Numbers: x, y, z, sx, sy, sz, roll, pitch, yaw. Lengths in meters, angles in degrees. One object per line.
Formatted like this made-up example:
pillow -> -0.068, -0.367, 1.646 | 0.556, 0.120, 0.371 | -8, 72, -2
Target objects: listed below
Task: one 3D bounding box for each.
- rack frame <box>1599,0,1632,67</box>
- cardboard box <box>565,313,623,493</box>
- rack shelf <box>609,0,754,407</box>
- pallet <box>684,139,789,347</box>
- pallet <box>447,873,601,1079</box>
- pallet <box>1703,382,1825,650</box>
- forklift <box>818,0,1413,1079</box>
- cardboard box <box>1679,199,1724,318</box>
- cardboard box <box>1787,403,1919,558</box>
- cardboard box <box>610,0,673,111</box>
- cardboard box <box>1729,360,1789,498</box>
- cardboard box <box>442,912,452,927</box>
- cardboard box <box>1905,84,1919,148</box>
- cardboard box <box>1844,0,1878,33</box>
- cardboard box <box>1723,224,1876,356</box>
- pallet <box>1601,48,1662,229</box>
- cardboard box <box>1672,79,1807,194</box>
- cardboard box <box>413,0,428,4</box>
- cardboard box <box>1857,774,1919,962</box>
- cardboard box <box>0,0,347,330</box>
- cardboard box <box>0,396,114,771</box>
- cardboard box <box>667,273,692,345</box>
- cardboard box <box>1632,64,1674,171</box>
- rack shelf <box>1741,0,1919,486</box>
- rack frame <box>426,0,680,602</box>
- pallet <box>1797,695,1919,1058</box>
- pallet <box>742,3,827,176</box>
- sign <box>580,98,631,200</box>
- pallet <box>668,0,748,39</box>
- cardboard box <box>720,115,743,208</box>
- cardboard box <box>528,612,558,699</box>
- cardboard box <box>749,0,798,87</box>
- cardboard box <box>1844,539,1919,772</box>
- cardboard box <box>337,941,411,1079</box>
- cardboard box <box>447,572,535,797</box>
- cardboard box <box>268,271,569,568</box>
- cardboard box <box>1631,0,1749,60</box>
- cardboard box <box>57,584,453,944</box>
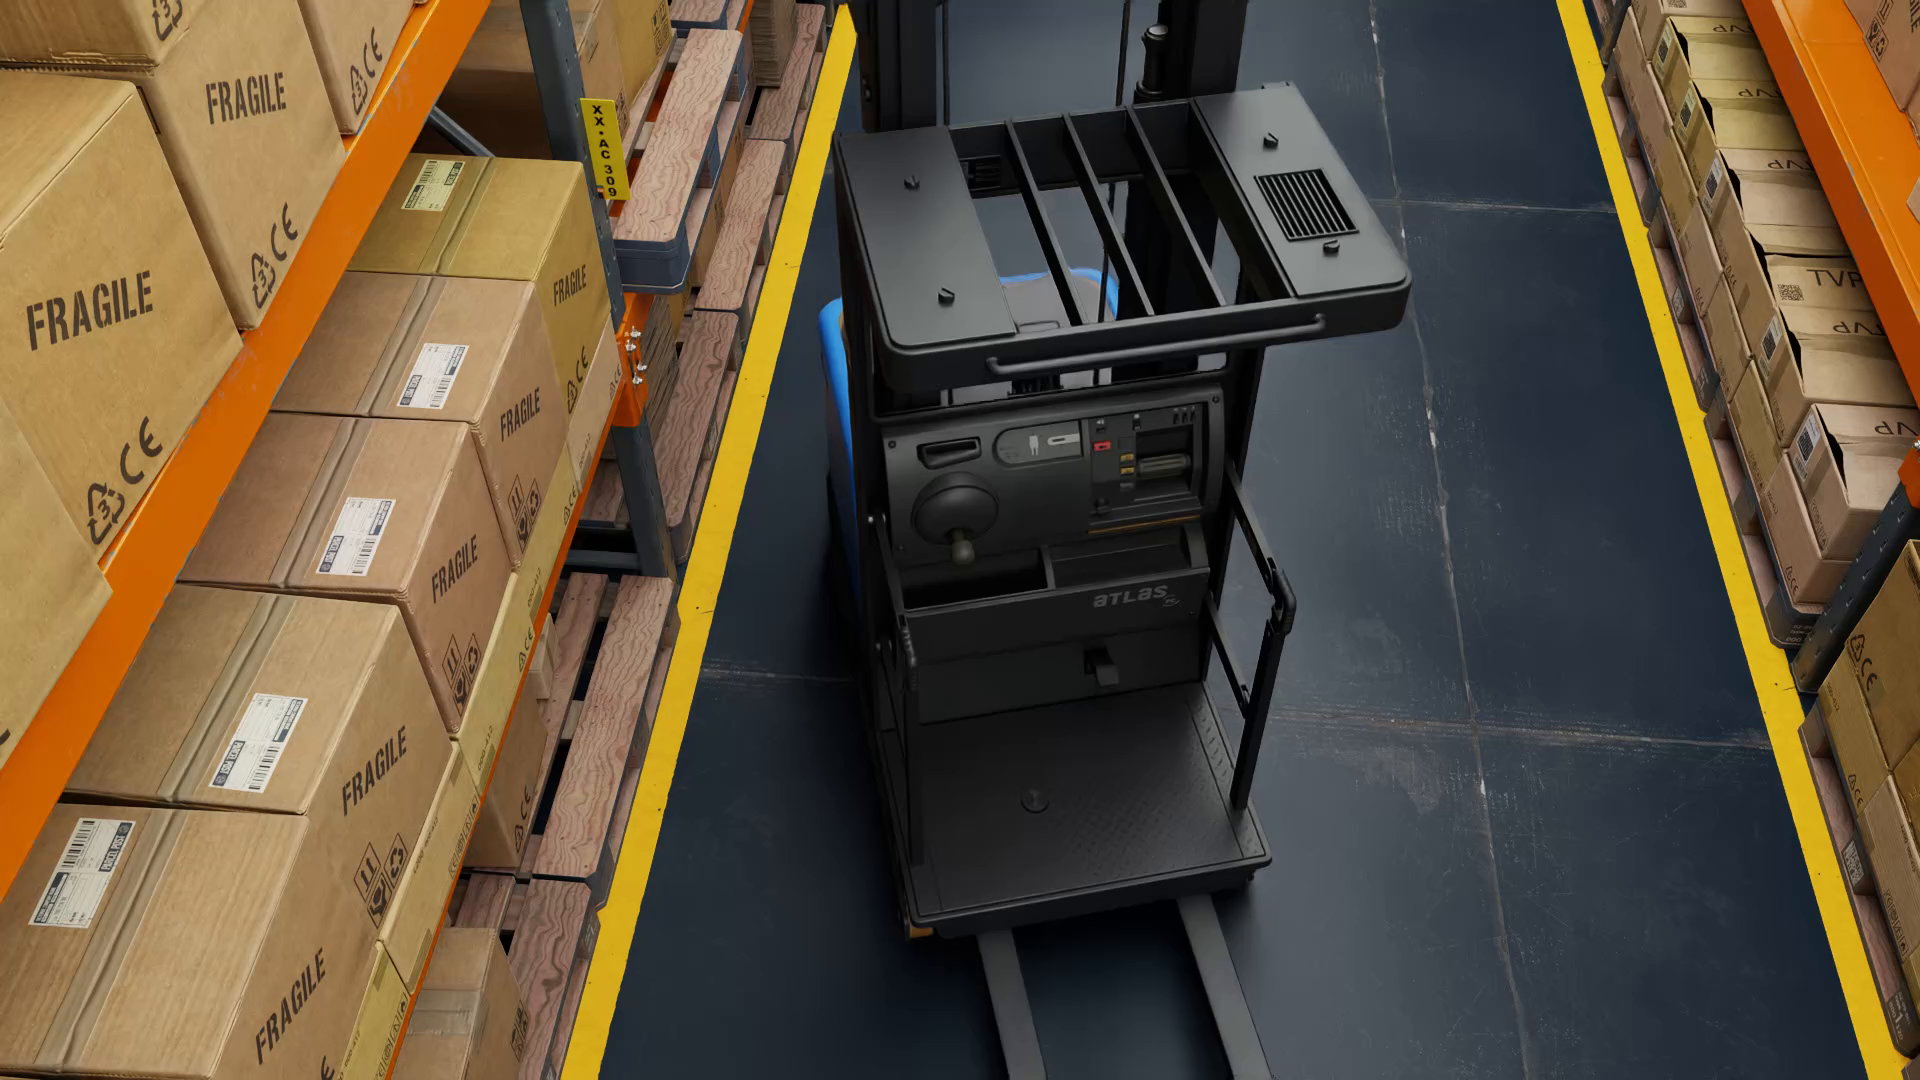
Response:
rack frame -> 3.771, -3.430, 7.354 | 1.000, 3.000, 0.127 | 4, 48, 4
cardboard box -> -1.268, -0.408, 4.679 | 0.500, 0.250, 0.500 | 4, 48, 4
rack shelf -> -1.345, -2.048, 6.578 | 1.077, 0.370, 4.000 | 4, 48, 4
pallet -> -1.349, -1.351, 7.342 | 1.003, 0.211, 1.213 | 4, 48, 4
pallet -> -1.662, 1.515, 4.721 | 1.003, 0.211, 1.213 | 4, 48, 4
pallet -> 3.435, -0.093, 6.192 | 1.003, 0.211, 1.213 | 4, 48, 4
forklift -> 0.303, -0.072, 4.330 | 1.130, 2.935, 3.031 | -8, 48, -8
cardboard box -> 3.297, -1.150, 6.848 | 0.500, 0.250, 0.500 | 5, 48, 4
cardboard box -> 3.158, -0.210, 5.608 | 0.500, 0.311, 0.500 | 4, 48, 4
cardboard box -> -1.389, -1.785, 5.484 | 0.700, 0.500, 0.500 | 8, 48, 8
cardboard box -> 3.203, -0.400, 6.162 | 0.500, 0.250, 0.500 | 3, 48, 3
cardboard box -> -1.693, 1.167, 4.784 | 0.380, 0.149, 0.250 | 0, 48, 0
cardboard box -> 3.541, -1.474, 5.498 | 0.500, 0.500, 0.500 | 7, 48, 6
cardboard box -> 3.634, -2.229, 6.188 | 0.500, 0.500, 0.500 | 2, 48, 1
cardboard box -> 3.247, -0.960, 6.294 | 0.500, 0.311, 0.500 | 4, 48, 3
pallet -> 3.657, -1.886, 7.832 | 1.003, 0.211, 1.213 | 4, 48, 4
cardboard box -> 3.342, -1.706, 6.977 | 0.500, 0.311, 0.500 | 3, 48, 2
cardboard box -> -1.327, -1.484, 3.460 | 0.500, 0.500, 0.500 | 5, 48, 5
cardboard box -> 3.011, 0.983, 4.897 | 0.500, 0.250, 0.500 | 4, 48, 4
cardboard box -> -1.398, -0.705, 2.748 | 0.500, 0.500, 0.500 | 2, 48, 2
cardboard box -> -1.484, 0.063, 2.046 | 0.500, 0.500, 0.500 | 6, 48, 5
cardboard box -> -1.479, -1.051, 6.574 | 0.700, 0.500, 0.500 | 3, 48, 3
cardboard box -> 3.386, -1.909, 7.542 | 0.500, 0.250, 0.500 | 3, 48, 2
rack shelf -> 3.589, -1.717, 6.275 | 1.077, 0.370, 4.000 | 4, 48, 4
rack frame -> -1.527, -0.821, 4.968 | 1.000, 3.000, 0.127 | 4, 48, 4
pallet -> 3.292, 1.032, 5.163 | 1.003, 0.211, 1.213 | 4, 48, 4
pallet -> -1.235, -2.245, 8.160 | 1.003, 0.211, 1.213 | 4, 48, 4
sign -> -0.986, -1.082, 4.620 | 0.100, 0.325, 0.005 | 4, 48, 4
pallet -> -1.302, -2.238, 6.394 | 1.003, 0.211, 1.213 | 4, 48, 4
cardboard box -> -1.356, -1.795, 7.254 | 0.700, 0.500, 0.500 | 4, 48, 3
cardboard box -> -1.546, 0.382, 5.490 | 0.380, 0.166, 0.250 | -2, 48, -2
cardboard box -> -1.176, -2.532, 7.929 | 0.700, 0.500, 0.500 | 4, 48, 4
cardboard box -> 3.052, 0.362, 4.956 | 0.500, 0.500, 0.500 | 4, 48, 4
cardboard box -> -1.446, 1.069, 3.328 | 0.500, 0.250, 0.500 | 3, 48, 3
cardboard box -> -1.353, 0.328, 4.006 | 0.500, 0.250, 0.500 | 4, 48, 3
cardboard box -> -1.302, -0.295, 4.067 | 0.500, 0.500, 0.500 | 4, 48, 3
cardboard box -> 3.431, -2.468, 7.673 | 0.500, 0.311, 0.500 | 5, 48, 5
cardboard box -> -1.405, 0.457, 3.379 | 0.500, 0.500, 0.500 | 5, 48, 5
